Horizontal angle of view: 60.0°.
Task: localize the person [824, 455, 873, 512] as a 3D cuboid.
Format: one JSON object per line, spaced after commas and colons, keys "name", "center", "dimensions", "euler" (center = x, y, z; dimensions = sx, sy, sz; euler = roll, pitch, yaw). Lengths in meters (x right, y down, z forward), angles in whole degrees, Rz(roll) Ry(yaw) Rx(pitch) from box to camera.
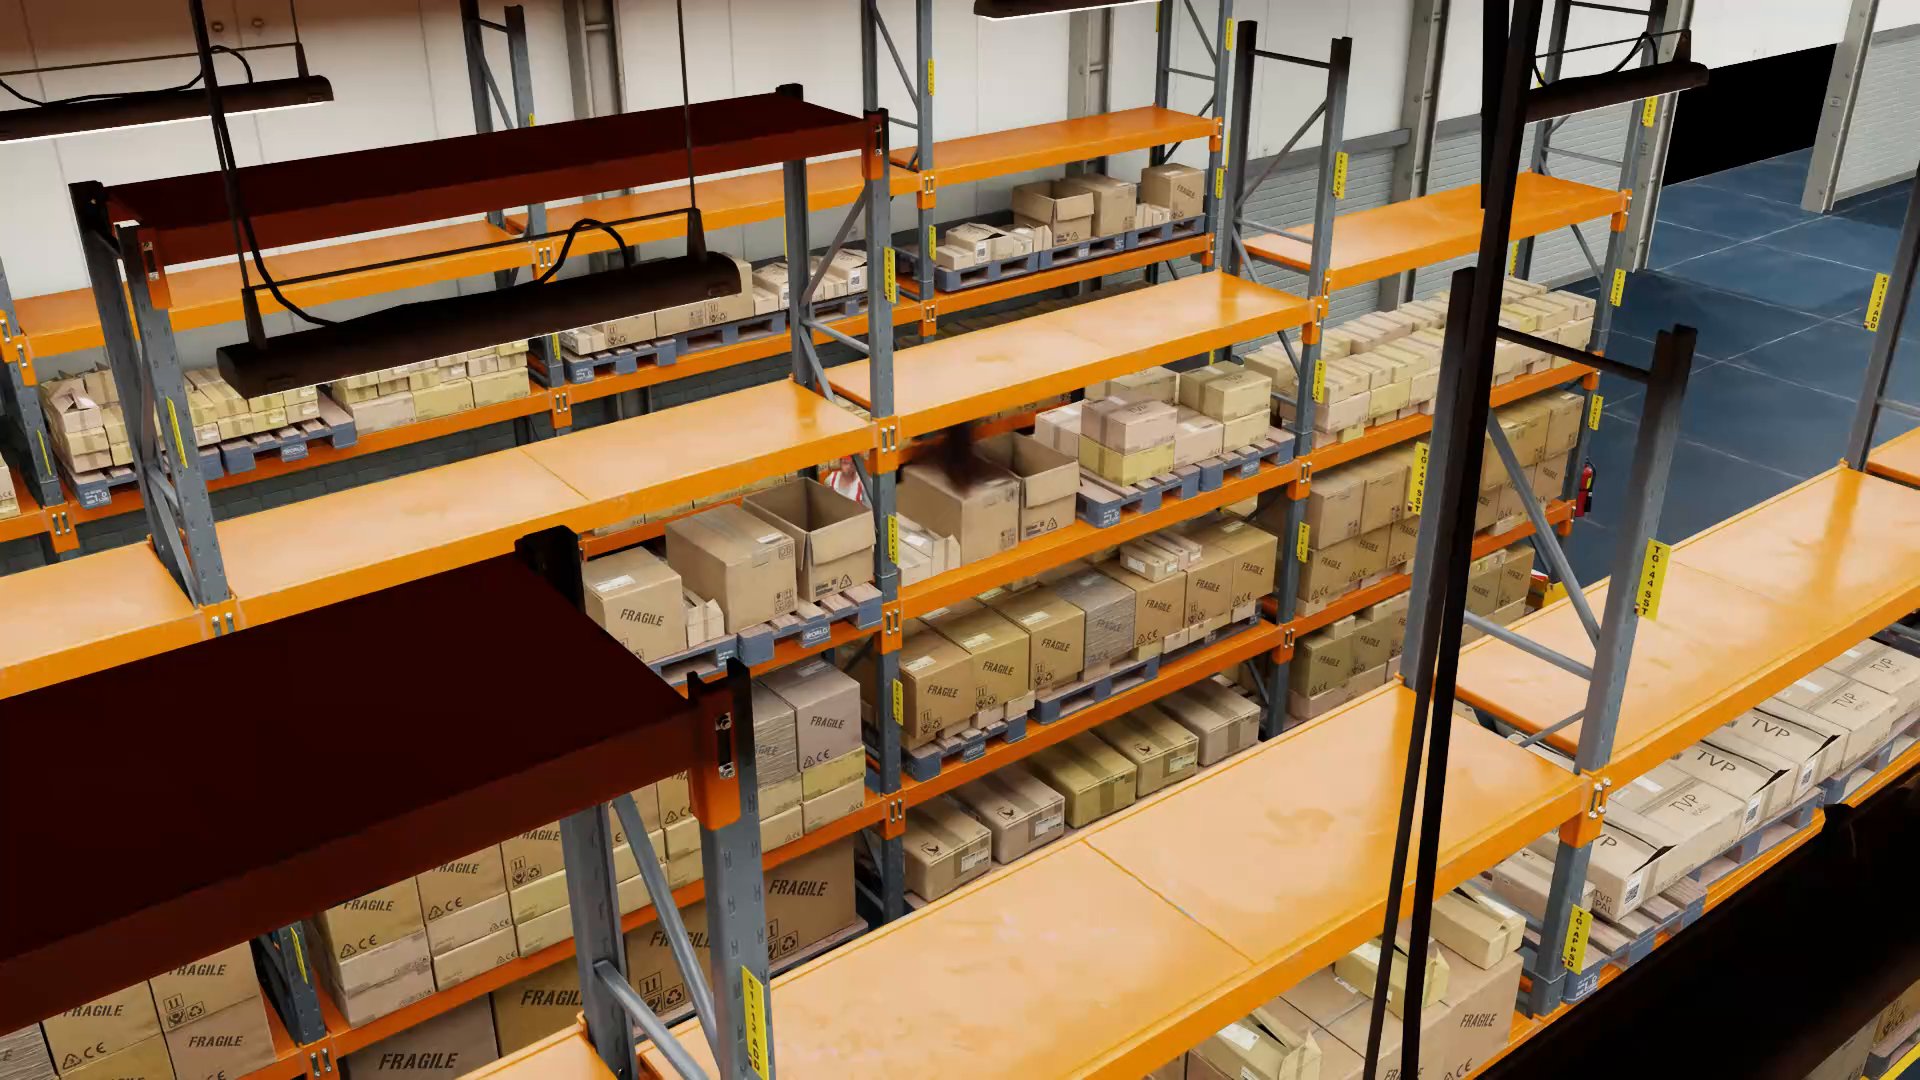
{"name": "person", "center": [-1.021, 0.007, 15.440], "dimensions": [0.606, 1.870, 0.497], "euler": [20, 33, 35]}
